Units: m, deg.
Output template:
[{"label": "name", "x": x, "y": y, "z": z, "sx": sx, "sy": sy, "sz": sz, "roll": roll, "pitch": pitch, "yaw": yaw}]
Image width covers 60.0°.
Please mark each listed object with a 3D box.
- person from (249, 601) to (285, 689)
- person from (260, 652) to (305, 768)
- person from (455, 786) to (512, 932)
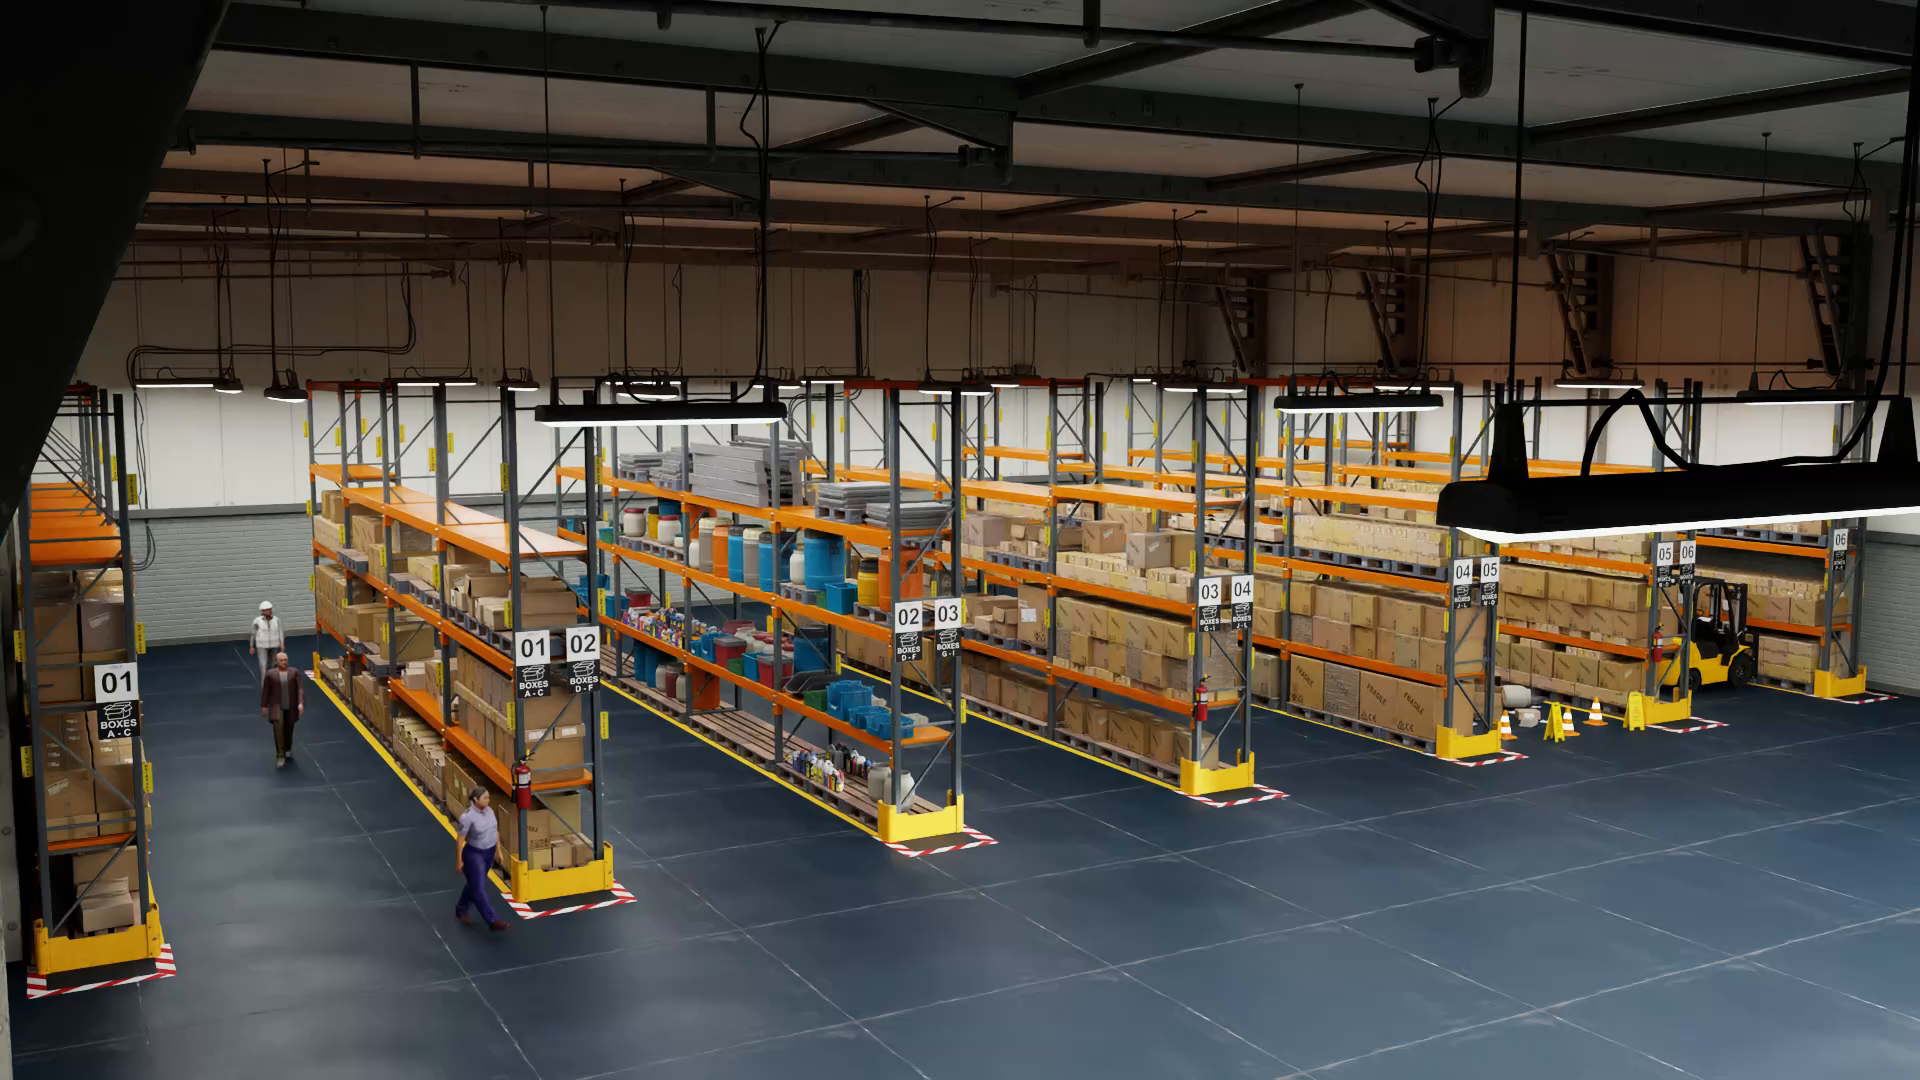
[{"label": "person", "x": -13.402, "y": 2.005, "z": 32.158, "sx": 0.614, "sy": 1.652, "sz": 0.899, "roll": -4, "pitch": 7, "yaw": -31}, {"label": "person", "x": -10.684, "y": 2.645, "z": 26.294, "sx": 0.622, "sy": 1.735, "sz": 1.025, "roll": -4, "pitch": 7, "yaw": -34}, {"label": "person", "x": -5.318, "y": 3.555, "z": 18.586, "sx": 0.993, "sy": 1.585, "sz": 0.536, "roll": 2, "pitch": 7, "yaw": 21}]
